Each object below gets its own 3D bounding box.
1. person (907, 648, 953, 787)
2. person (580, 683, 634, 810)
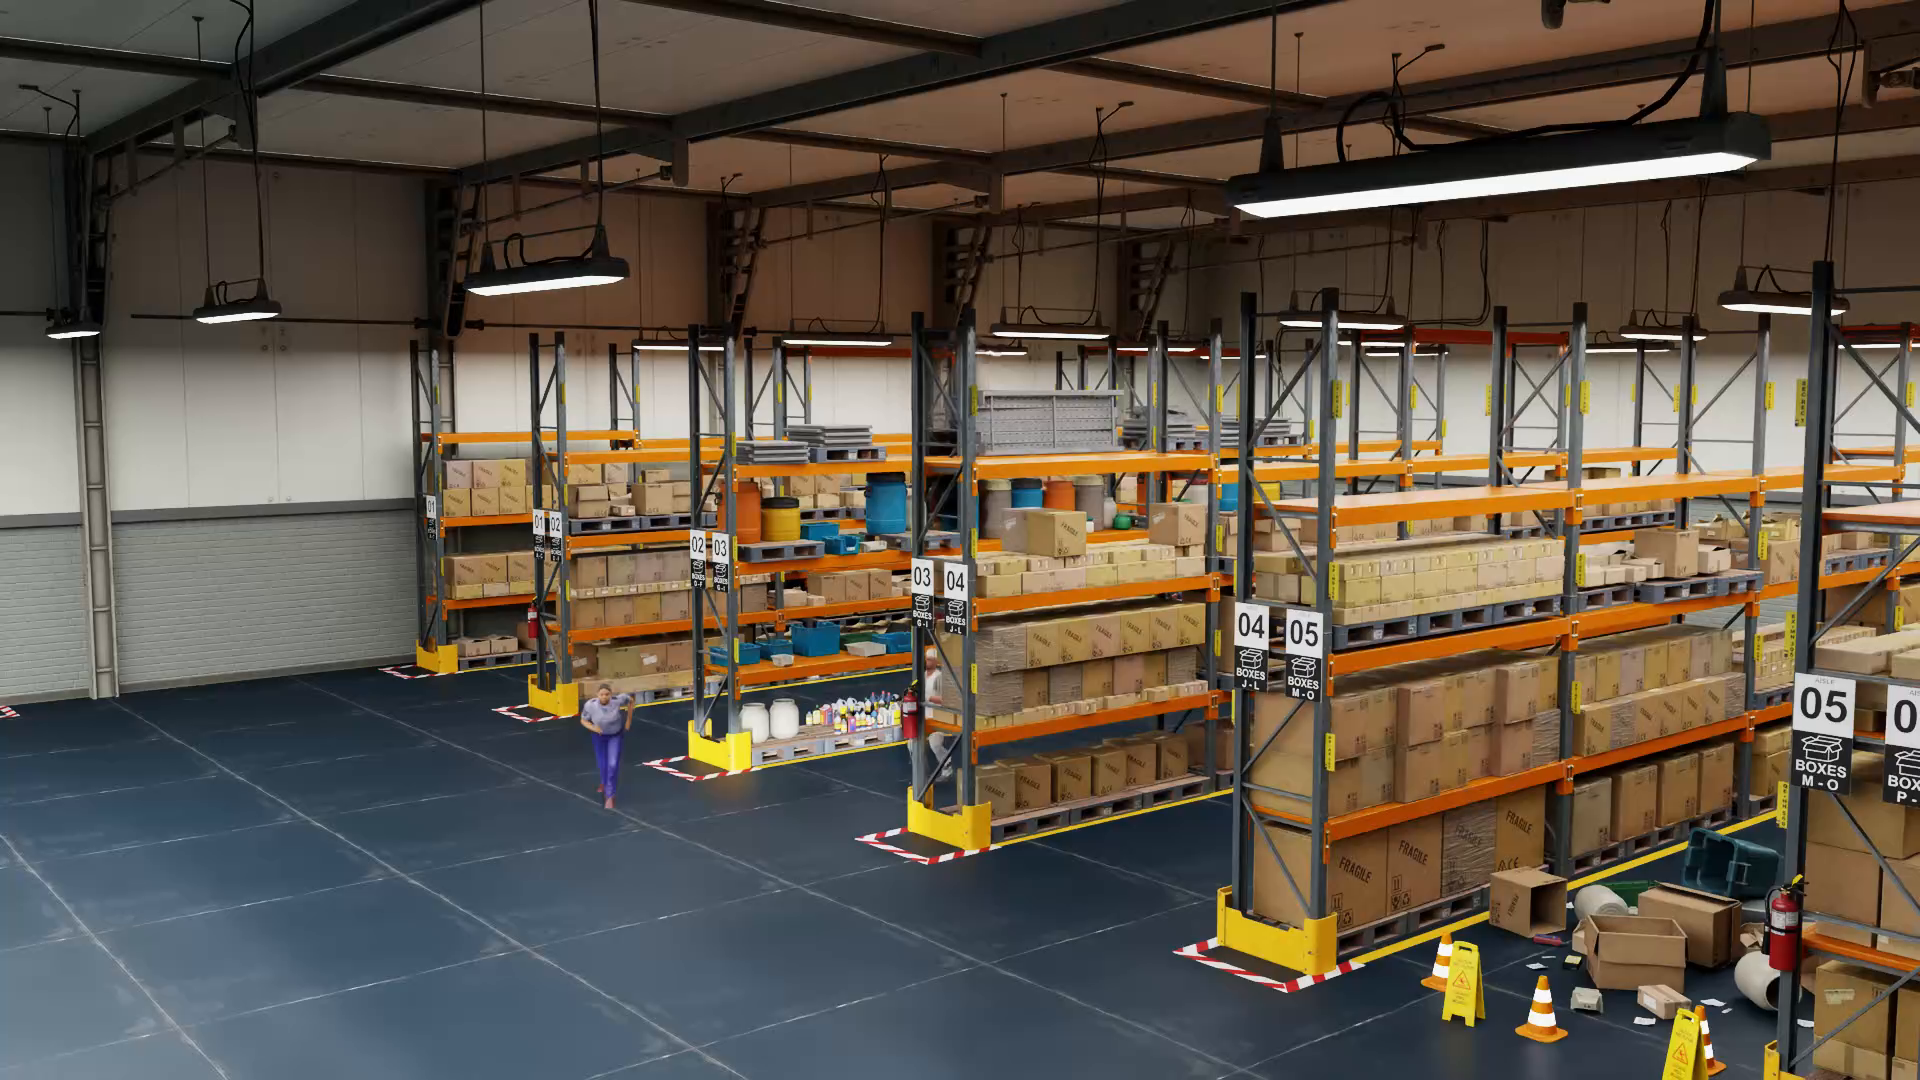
[{"bbox_3d":[-0.391,2.305,21.291,0.630,1.844,0.735,5,7,42],"label":"person"},{"bbox_3d":[-4.370,2.510,20.644,0.645,1.613,0.956,-1,5,-10],"label":"person"}]
